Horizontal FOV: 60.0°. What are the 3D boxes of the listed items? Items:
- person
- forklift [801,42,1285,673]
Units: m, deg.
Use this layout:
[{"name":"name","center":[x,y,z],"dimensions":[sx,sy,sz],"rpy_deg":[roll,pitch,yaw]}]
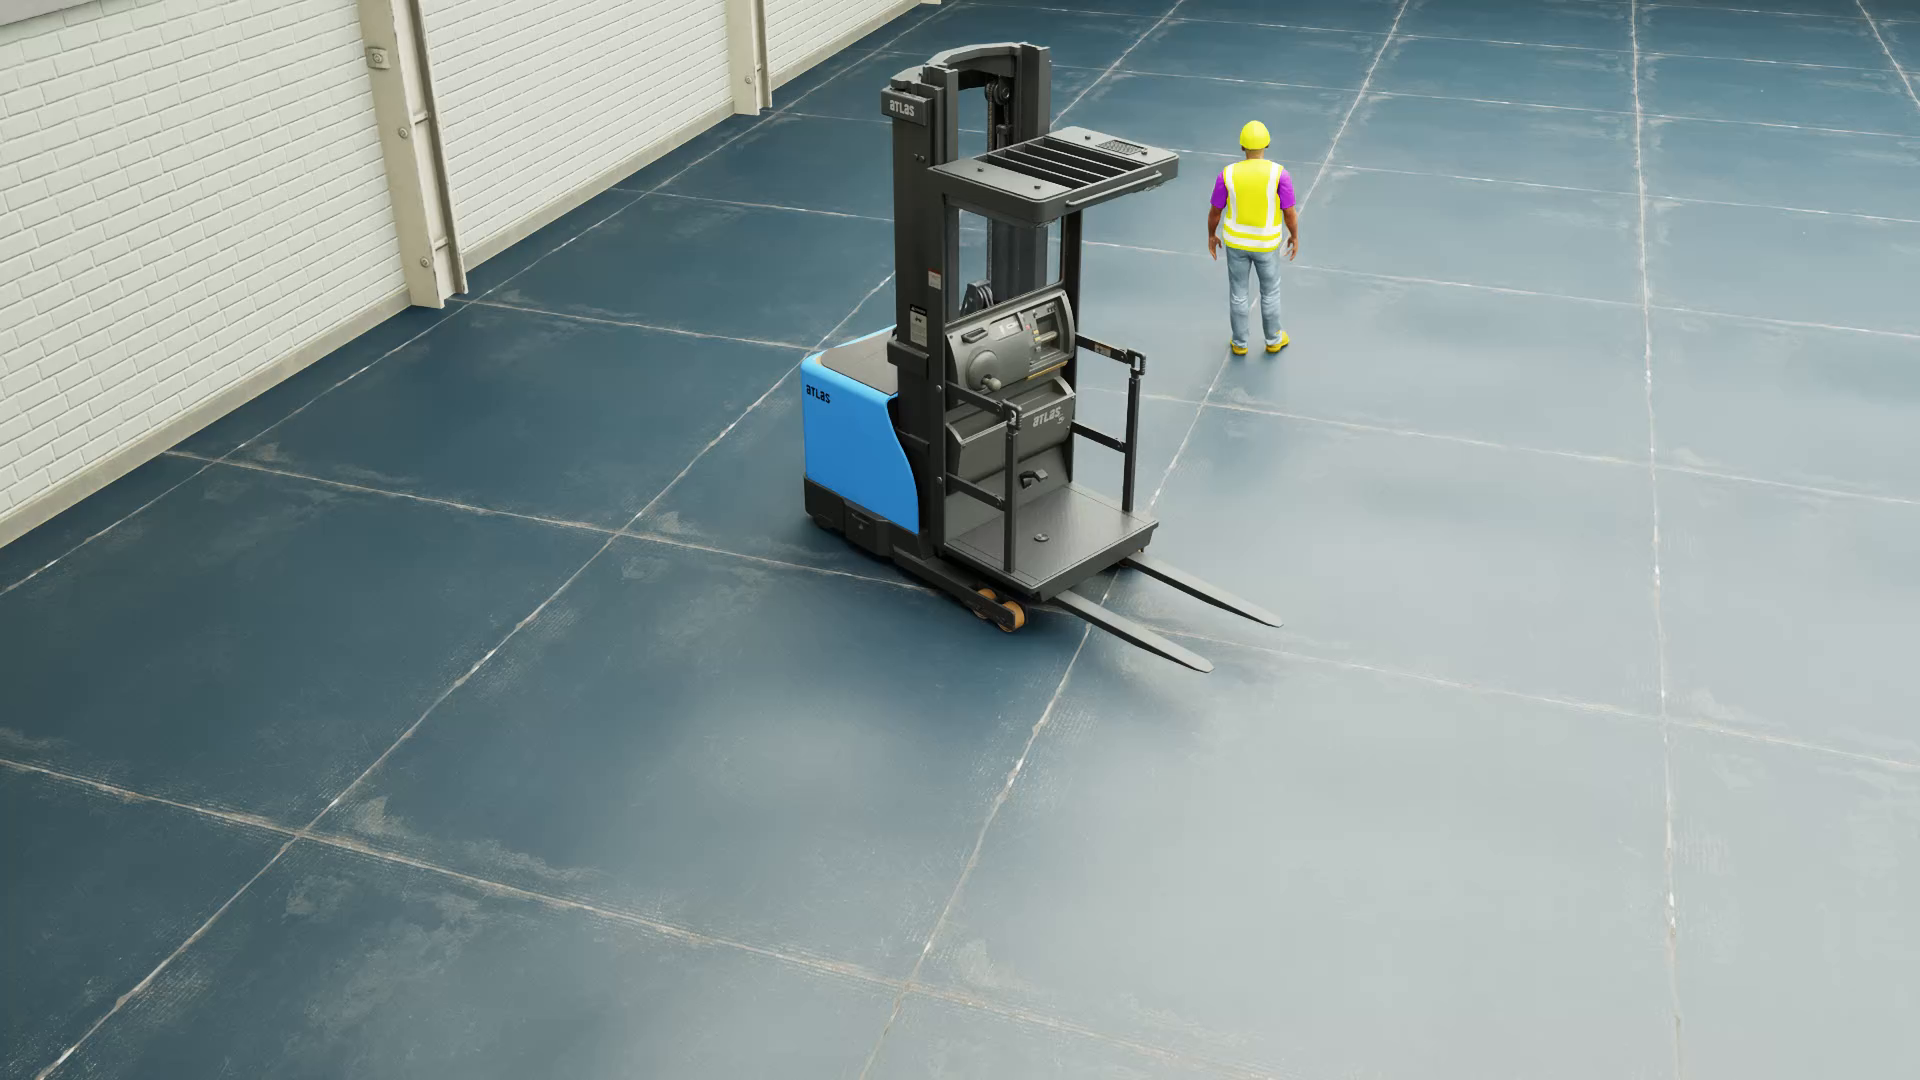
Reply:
[{"name":"person","center":[2.154,-2.220,12.191],"dimensions":[0.665,1.765,0.577],"rpy_deg":[8,31,14]},{"name":"forklift","center":[0.435,-1.055,8.987],"dimensions":[1.130,2.935,3.031],"rpy_deg":[-26,39,-38]}]
